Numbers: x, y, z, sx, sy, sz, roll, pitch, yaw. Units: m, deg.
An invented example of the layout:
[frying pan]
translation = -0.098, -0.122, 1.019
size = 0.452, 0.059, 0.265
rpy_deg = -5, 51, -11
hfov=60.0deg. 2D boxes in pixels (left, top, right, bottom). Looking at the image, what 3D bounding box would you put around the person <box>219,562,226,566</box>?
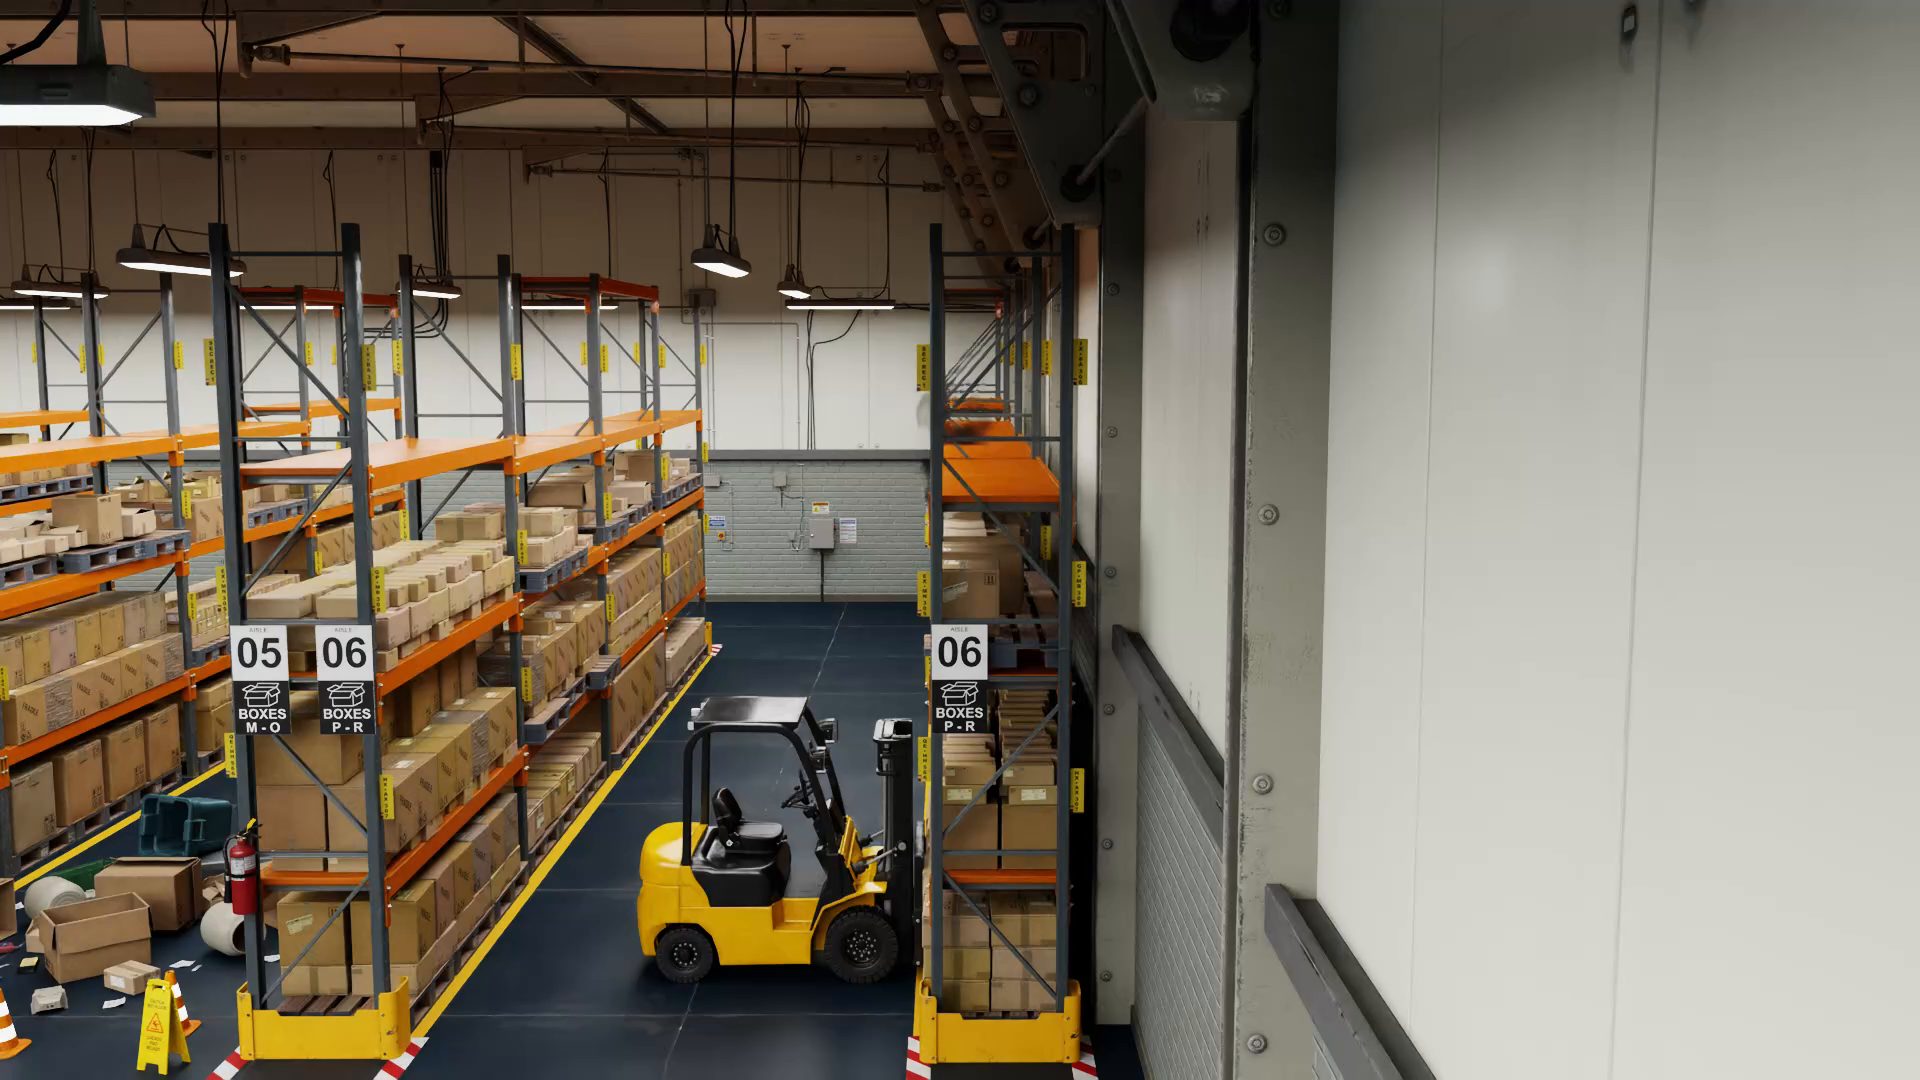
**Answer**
[person]
translation = -11.457, 1.237, 26.133
size = 0.670, 1.816, 0.866
rpy_deg = 0, 7, -1
